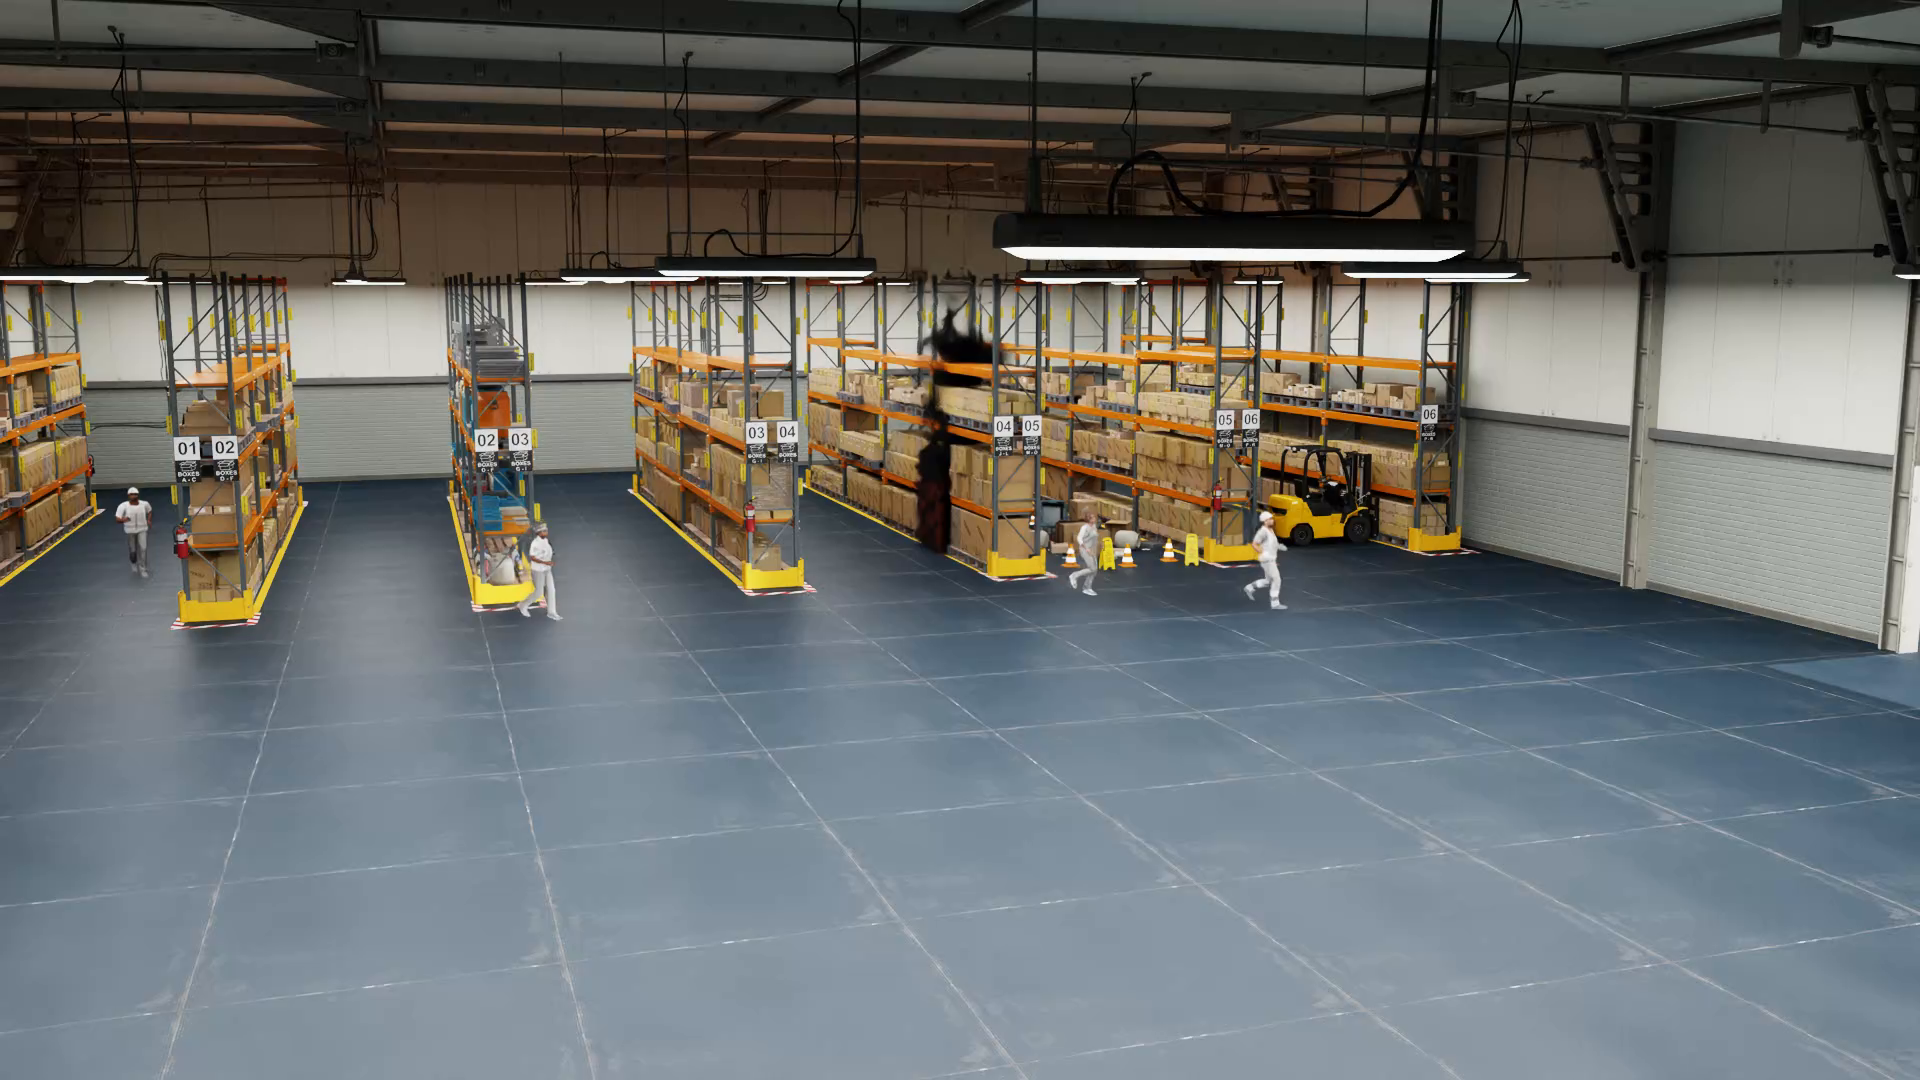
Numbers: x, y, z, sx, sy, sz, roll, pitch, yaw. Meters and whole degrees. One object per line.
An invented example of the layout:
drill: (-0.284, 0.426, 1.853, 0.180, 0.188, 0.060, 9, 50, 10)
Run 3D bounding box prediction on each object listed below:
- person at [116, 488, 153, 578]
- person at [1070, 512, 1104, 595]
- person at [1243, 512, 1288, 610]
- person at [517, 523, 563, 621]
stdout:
person: (-16.396, -0.164, 33.094, 0.701, 1.765, 0.917, -5, 10, -32)
person: (2.394, 0.257, 31.357, 0.570, 1.554, 0.532, 6, 10, 33)
person: (5.491, 0.368, 29.839, 0.856, 1.759, 0.668, 4, 10, 25)
person: (-7.310, 0.542, 28.934, 0.810, 1.711, 0.599, 2, 9, 14)
